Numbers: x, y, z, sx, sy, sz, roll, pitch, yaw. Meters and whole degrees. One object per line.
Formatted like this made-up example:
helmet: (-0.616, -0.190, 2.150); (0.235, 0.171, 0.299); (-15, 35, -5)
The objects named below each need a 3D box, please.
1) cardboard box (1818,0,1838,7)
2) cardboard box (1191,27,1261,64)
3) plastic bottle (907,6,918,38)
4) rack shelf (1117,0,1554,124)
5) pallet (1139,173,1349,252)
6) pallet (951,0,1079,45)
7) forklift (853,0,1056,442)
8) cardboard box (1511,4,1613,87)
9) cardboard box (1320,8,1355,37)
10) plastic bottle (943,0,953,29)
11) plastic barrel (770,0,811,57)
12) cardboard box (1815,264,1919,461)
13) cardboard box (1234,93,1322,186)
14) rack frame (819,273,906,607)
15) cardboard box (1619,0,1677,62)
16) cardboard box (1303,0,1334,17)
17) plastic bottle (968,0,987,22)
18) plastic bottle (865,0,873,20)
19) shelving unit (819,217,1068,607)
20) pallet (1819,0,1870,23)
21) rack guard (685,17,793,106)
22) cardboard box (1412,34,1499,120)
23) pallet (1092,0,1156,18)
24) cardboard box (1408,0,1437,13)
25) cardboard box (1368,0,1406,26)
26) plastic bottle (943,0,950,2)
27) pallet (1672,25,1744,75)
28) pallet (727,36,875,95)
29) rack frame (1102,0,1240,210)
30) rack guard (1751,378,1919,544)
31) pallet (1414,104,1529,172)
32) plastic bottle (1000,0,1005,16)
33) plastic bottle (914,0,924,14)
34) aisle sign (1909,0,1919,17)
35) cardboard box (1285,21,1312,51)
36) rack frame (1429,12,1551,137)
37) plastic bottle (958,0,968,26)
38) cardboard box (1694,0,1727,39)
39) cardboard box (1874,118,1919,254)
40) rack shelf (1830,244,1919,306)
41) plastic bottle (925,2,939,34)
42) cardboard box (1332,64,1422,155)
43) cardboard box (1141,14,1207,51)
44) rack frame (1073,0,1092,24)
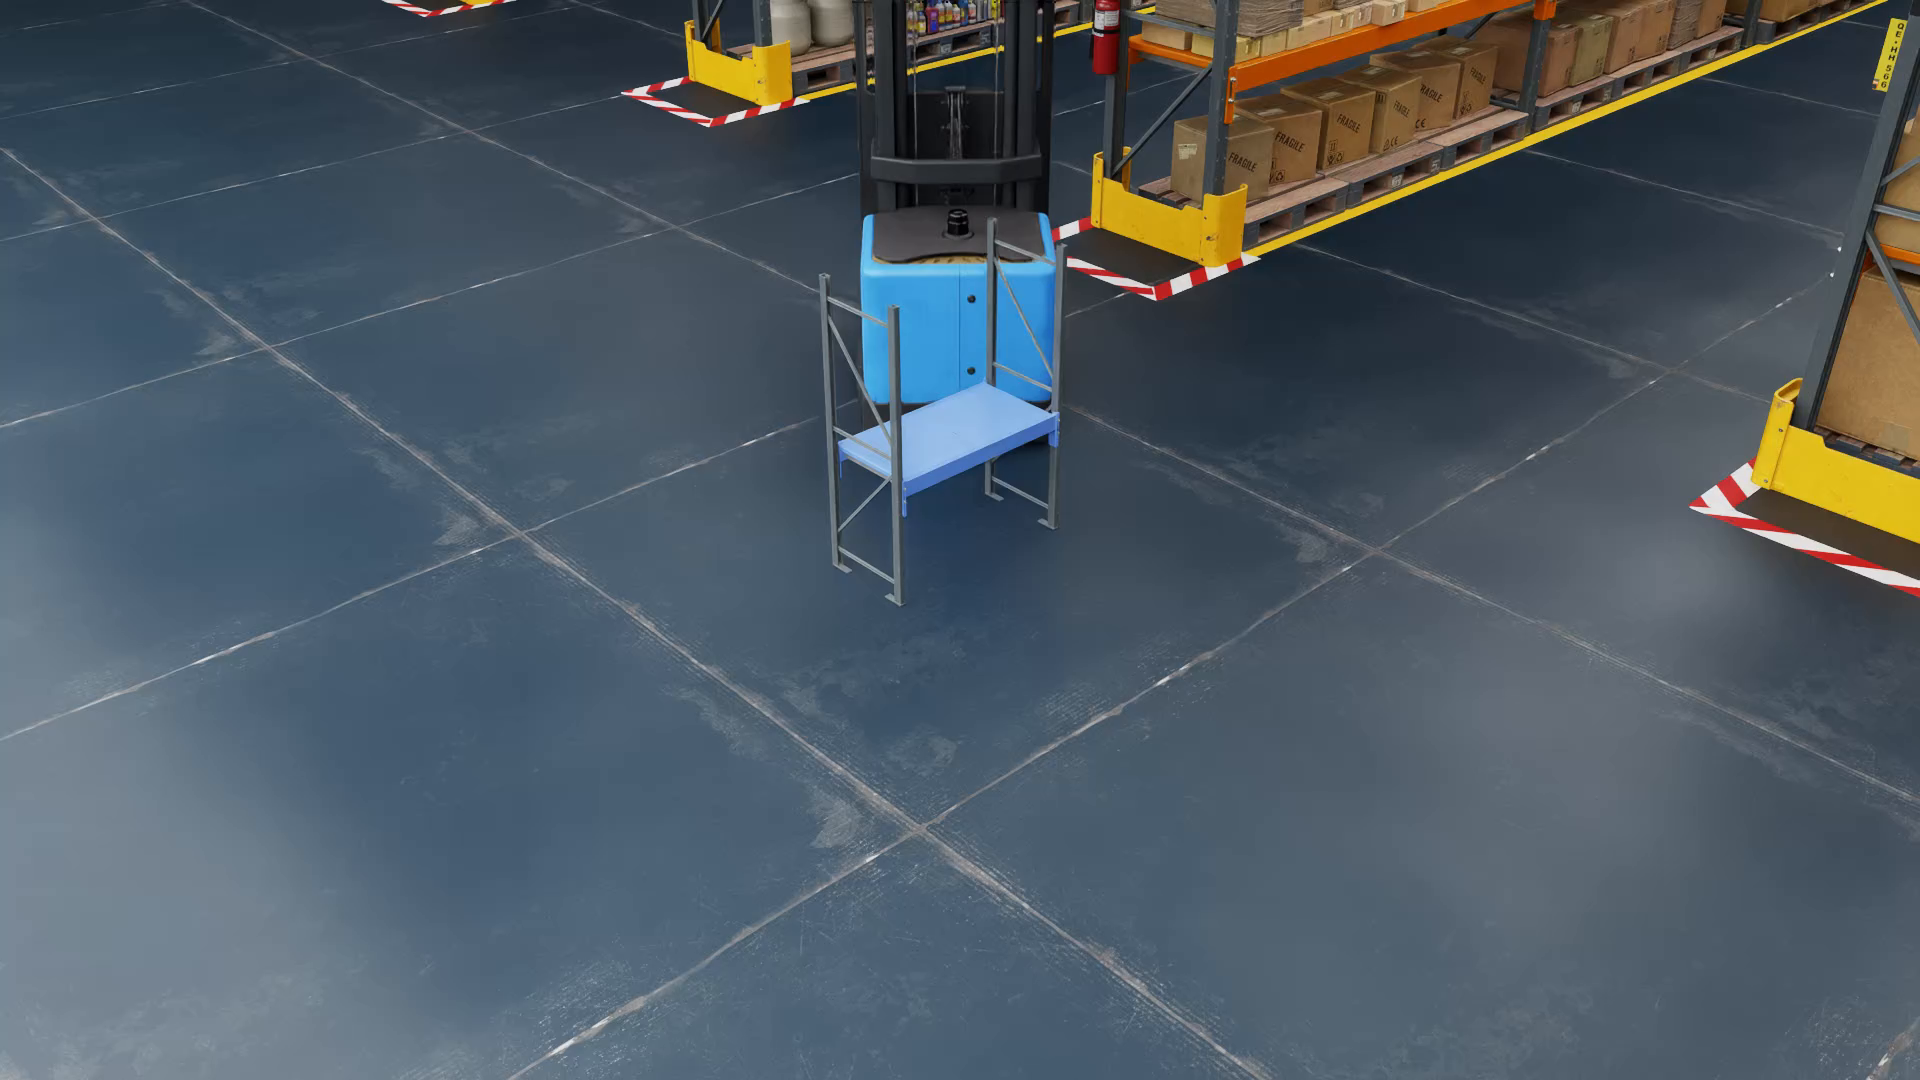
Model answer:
cardboard box: (8.428, -6.030, 16.870); (0.875, 0.875, 1.225); (-26, 40, -35)
cardboard box: (1.754, -3.272, 10.967); (0.250, 0.149, 0.380); (-26, 40, -35)
plastic bottle: (-0.443, -4.812, 15.438); (0.097, 0.271, 0.097); (0, 31, 0)
rack shelf: (2.850, -3.772, 12.233); (4.000, 0.370, 1.077); (-26, 40, -35)
pallet: (2.058, -2.482, 12.106); (1.213, 0.211, 1.003); (-26, 40, -35)
pallet: (0.428, -5.271, 16.668); (1.213, 0.211, 1.003); (-26, 40, -35)
forklift: (-0.039, -2.501, 9.530); (1.130, 2.935, 3.031); (-1, 31, -1)
cardboard box: (5.144, -4.281, 14.350); (0.500, 0.500, 0.700); (-26, 40, -36)
cardboard box: (2.501, -3.619, 11.534); (0.250, 0.149, 0.380); (-26, 40, -35)
plastic bottle: (-0.119, -4.969, 15.694); (0.097, 0.271, 0.097); (0, 31, 0)
plastic barrel: (-1.554, -4.645, 14.953); (0.421, 0.512, 0.421); (0, 31, 0)
cardboard box: (5.134, -0.975, 8.603); (0.875, 0.875, 0.875); (-26, 40, -35)
cardboard box: (2.267, -2.923, 12.148); (0.500, 0.500, 0.500); (-15, 35, -23)
rack frame: (-0.435, -0.429, 7.514); (0.032, 1.500, 0.500); (-26, 40, -35)
cardboard box: (5.962, -4.678, 14.999); (0.500, 0.500, 0.700); (-22, 38, -32)
cardboard box: (2.090, -3.947, 11.449); (0.500, 0.500, 0.875); (-26, 40, -35)
plastic bottle: (0.173, -5.131, 15.956); (0.135, 0.276, 0.152); (-25, 39, -35)
plastic bottle: (-0.863, -5.161, 15.996); (0.133, 0.283, 0.061); (-25, 39, -34)
shelving unit: (-0.063, -0.610, 7.809); (1.048, 1.500, 0.538); (-26, 40, -35)
pallet: (8.773, -5.699, 17.368); (1.213, 0.211, 1.003); (-26, 40, -35)
rack guard: (-1.961, -4.243, 14.709); (0.348, 0.500, 1.175); (-26, 40, -35)
cardboard box: (3.996, -3.775, 13.541); (0.500, 0.500, 0.500); (-27, 41, -37)
pallet: (1.498, -5.787, 17.511); (1.213, 0.211, 1.003); (-26, 40, -35)
cardboard box: (3.248, -3.966, 12.102); (0.250, 0.149, 0.380); (-26, 40, -35)
cardboard box: (2.920, -3.767, 11.776); (0.250, 0.149, 0.380); (-26, 40, -35)
plastic bottle: (-0.146, -5.446, 16.474); (0.097, 0.271, 0.097); (0, 31, 0)
pallet: (6.675, -4.741, 15.801); (1.213, 0.211, 1.003); (-26, 40, -35)
pallet: (-1.362, -4.406, 15.253); (1.213, 0.211, 1.003); (-26, 40, -35)
rack frame: (1.383, -3.370, 10.885); (0.127, 3.000, 1.000); (-26, 40, -35)
rack guard: (4.664, -0.361, 8.362); (0.348, 0.500, 1.175); (-26, 40, -35)
pallet: (3.848, -3.347, 13.521); (1.213, 0.211, 1.003); (-26, 40, -35)
plastic bottle: (0.440, -5.231, 16.112); (0.133, 0.283, 0.061); (-23, 38, -32)
plastic bottle: (-0.398, -5.235, 16.197); (0.097, 0.201, 0.097); (0, 31, 0)
aisle sign: (4.425, -2.635, 7.192); (0.004, 0.787, 0.394); (-26, 40, -35)
cardboard box: (2.144, -3.437, 11.236); (0.250, 0.149, 0.380); (-26, 40, -35)
rack frame: (4.316, -4.788, 13.206); (0.127, 3.000, 1.000); (-26, 40, -35)
plastic bottle: (0.030, -5.041, 15.812); (0.097, 0.271, 0.097); (0, 31, 0)
cardboard box: (6.772, -5.083, 15.662); (0.700, 0.500, 0.500); (27, 40, 36)
cardboard box: (4.923, -1.649, 7.928); (0.550, 0.550, 0.875); (-26, 40, -35)
rack shelf: (6.148, -1.839, 9.072); (4.000, 0.370, 1.077); (-26, 40, -35)
plastic bottle: (-0.265, -4.890, 15.554); (0.133, 0.283, 0.061); (-25, 39, -35)
cardboard box: (3.179, -3.318, 12.795); (0.500, 0.500, 0.500); (25, 39, 35)
cardboard box: (1.452, -3.443, 11.245); (0.250, 0.149, 0.380); (-26, 40, -35)
rack frame: (0.948, -6.683, 16.304); (0.127, 3.000, 1.000); (-26, 40, -35)
